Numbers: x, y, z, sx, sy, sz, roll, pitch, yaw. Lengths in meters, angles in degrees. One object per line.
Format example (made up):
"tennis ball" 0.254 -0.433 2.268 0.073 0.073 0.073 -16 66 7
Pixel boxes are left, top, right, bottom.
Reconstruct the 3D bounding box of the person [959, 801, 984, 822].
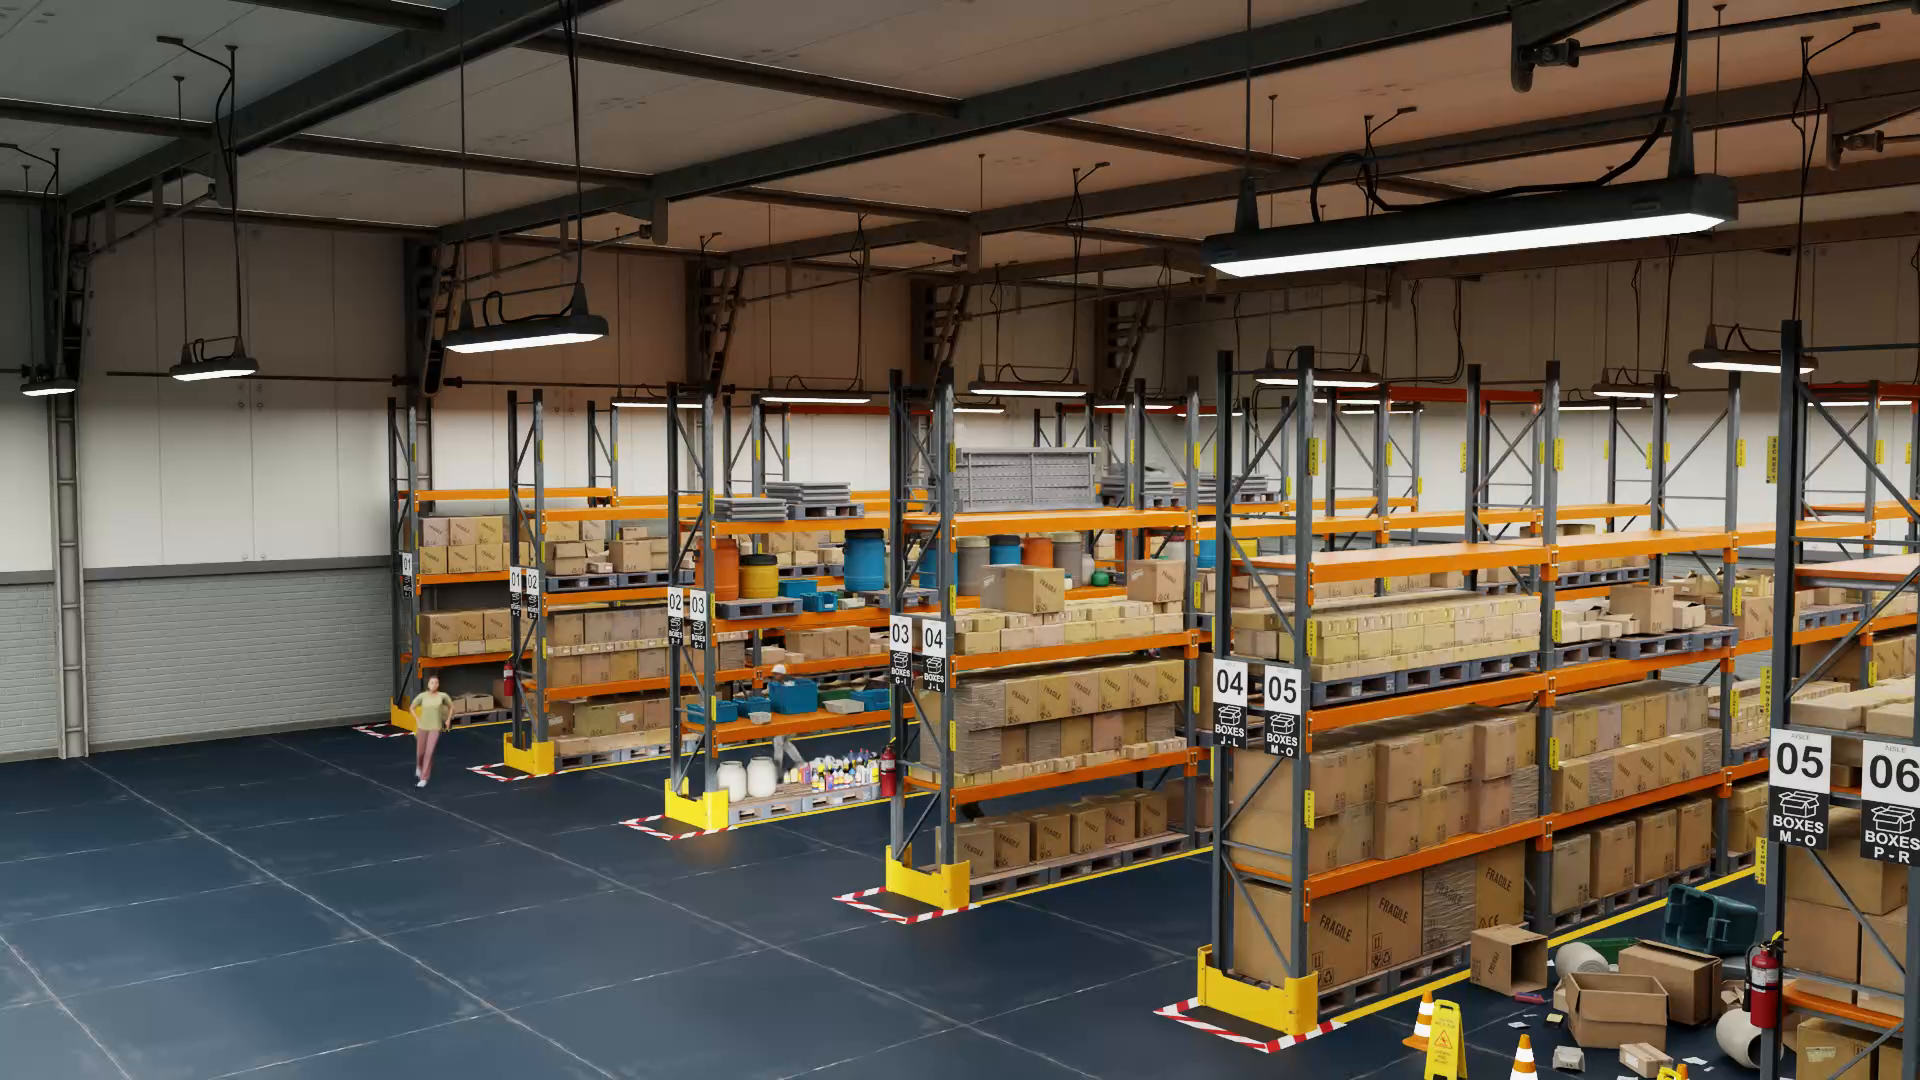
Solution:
"person" 0.179 3.048 21.289 0.660 1.735 0.722 -3 4 -38

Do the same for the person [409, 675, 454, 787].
"person" -8.013 2.864 25.241 0.644 1.635 0.918 -1 4 -18

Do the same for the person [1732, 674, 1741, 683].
"person" 11.370 2.851 24.685 0.681 1.779 0.634 -3 4 -42

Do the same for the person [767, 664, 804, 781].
"person" -2.694 2.778 25.311 0.939 1.800 0.634 -3 5 -43
